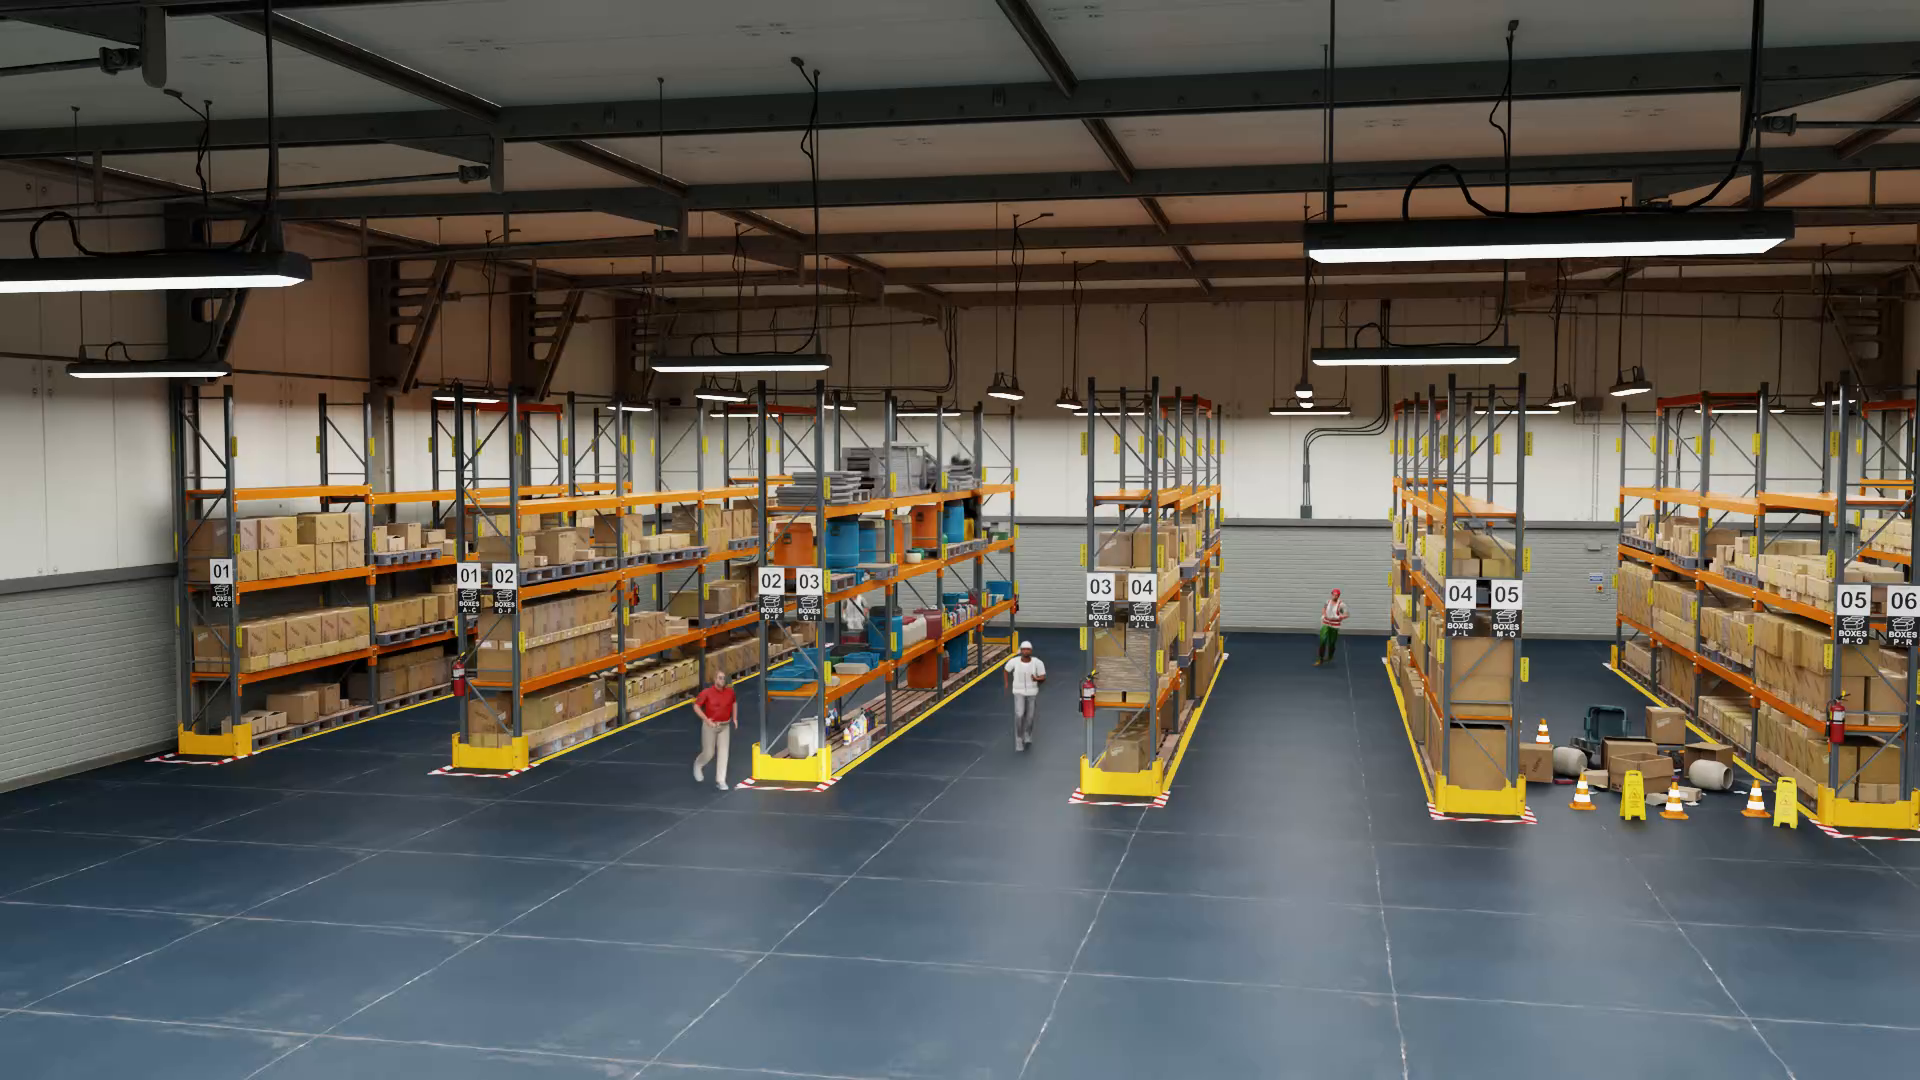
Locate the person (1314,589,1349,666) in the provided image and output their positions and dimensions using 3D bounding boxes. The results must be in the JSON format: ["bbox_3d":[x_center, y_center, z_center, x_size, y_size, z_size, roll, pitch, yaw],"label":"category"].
[{"bbox_3d":[8.554,1.983,38.066,0.685,1.764,0.929,2,4,26],"label":"person"}]

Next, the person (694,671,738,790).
[{"bbox_3d":[-3.567,2.771,24.487,0.710,1.704,0.887,-2,4,-30],"label":"person"}]

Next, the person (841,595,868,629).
[{"bbox_3d":[-2.502,1.931,39.331,0.669,1.754,0.605,0,3,4],"label":"person"}]

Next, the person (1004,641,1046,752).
[{"bbox_3d":[1.079,2.581,27.536,0.678,1.831,0.770,0,3,-3],"label":"person"}]
